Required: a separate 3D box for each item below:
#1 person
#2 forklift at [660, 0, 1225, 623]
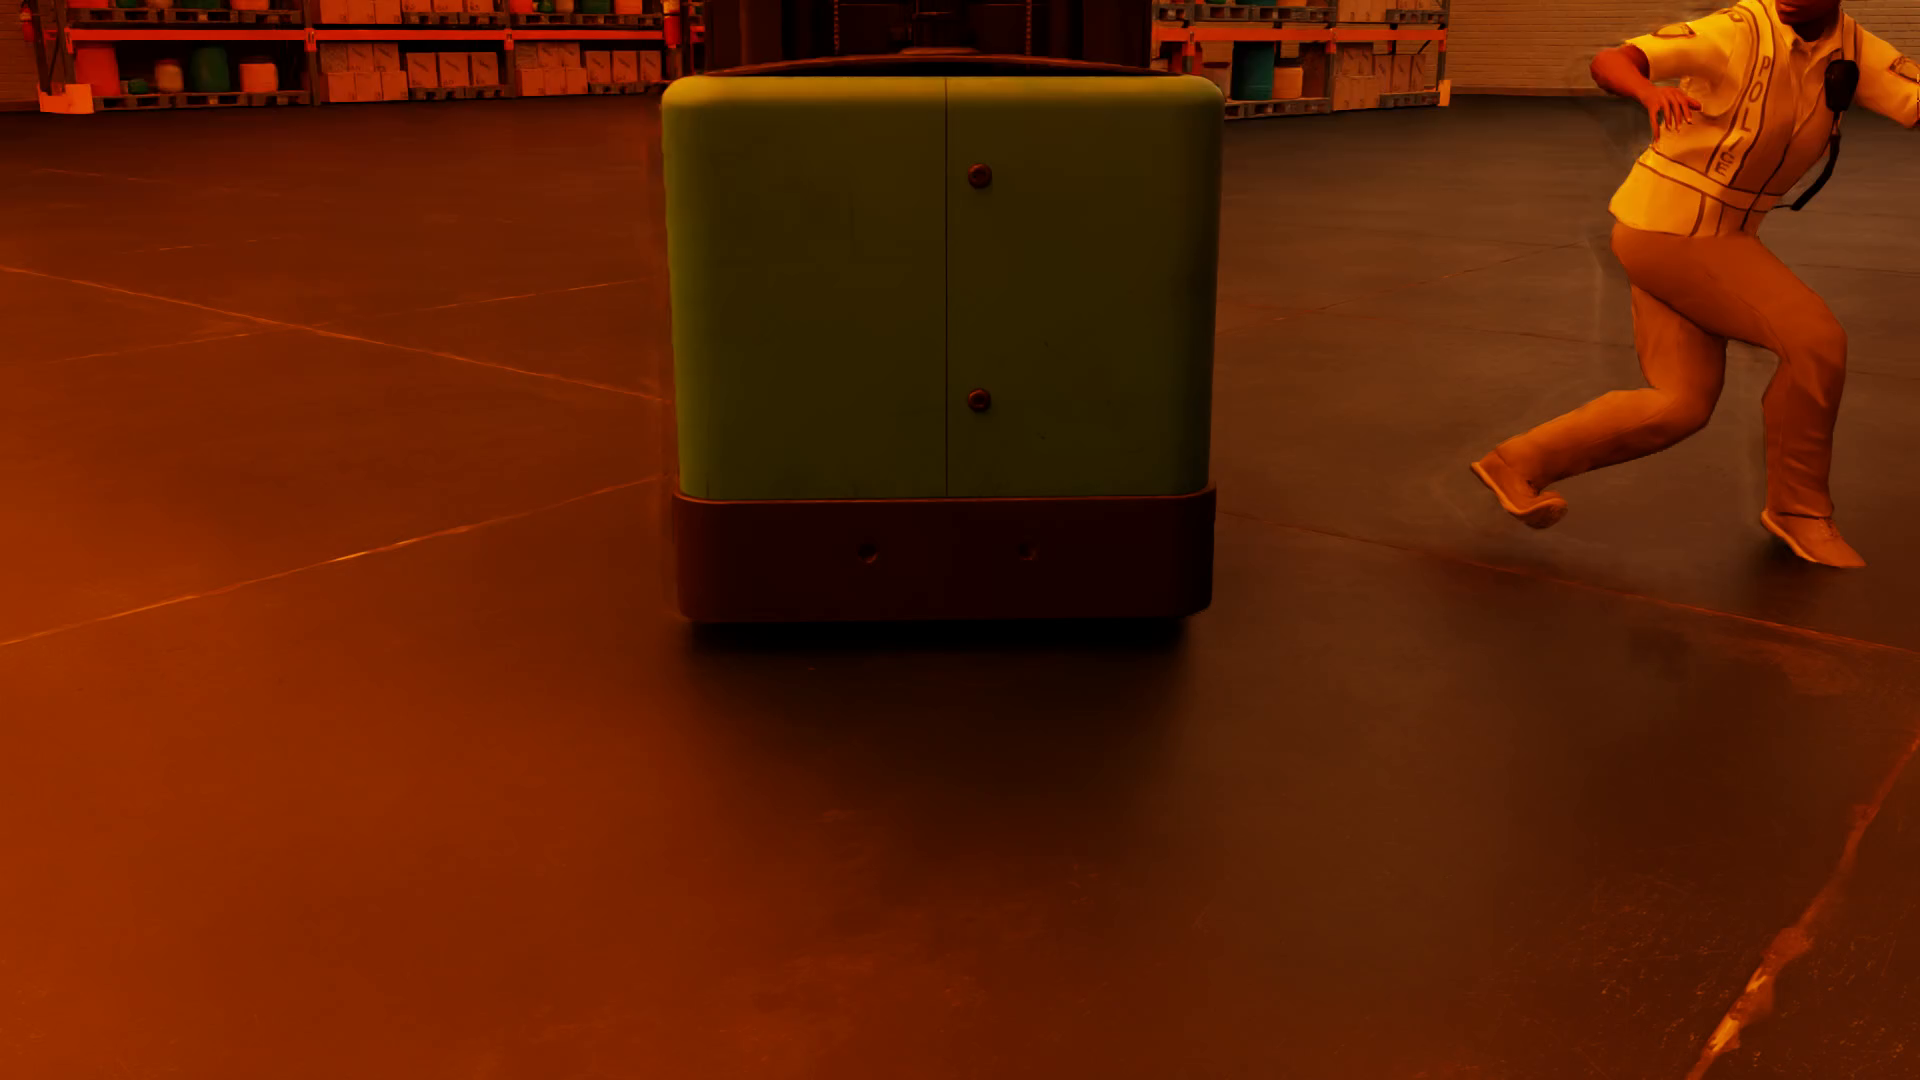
[{"bbox_3d":[1.730,-0.609,3.568,0.827,1.460,1.068,-16,23,-42],"label":"person"},{"bbox_3d":[-0.088,-1.619,4.228,1.130,2.935,3.031,-1,17,-2],"label":"forklift"}]
